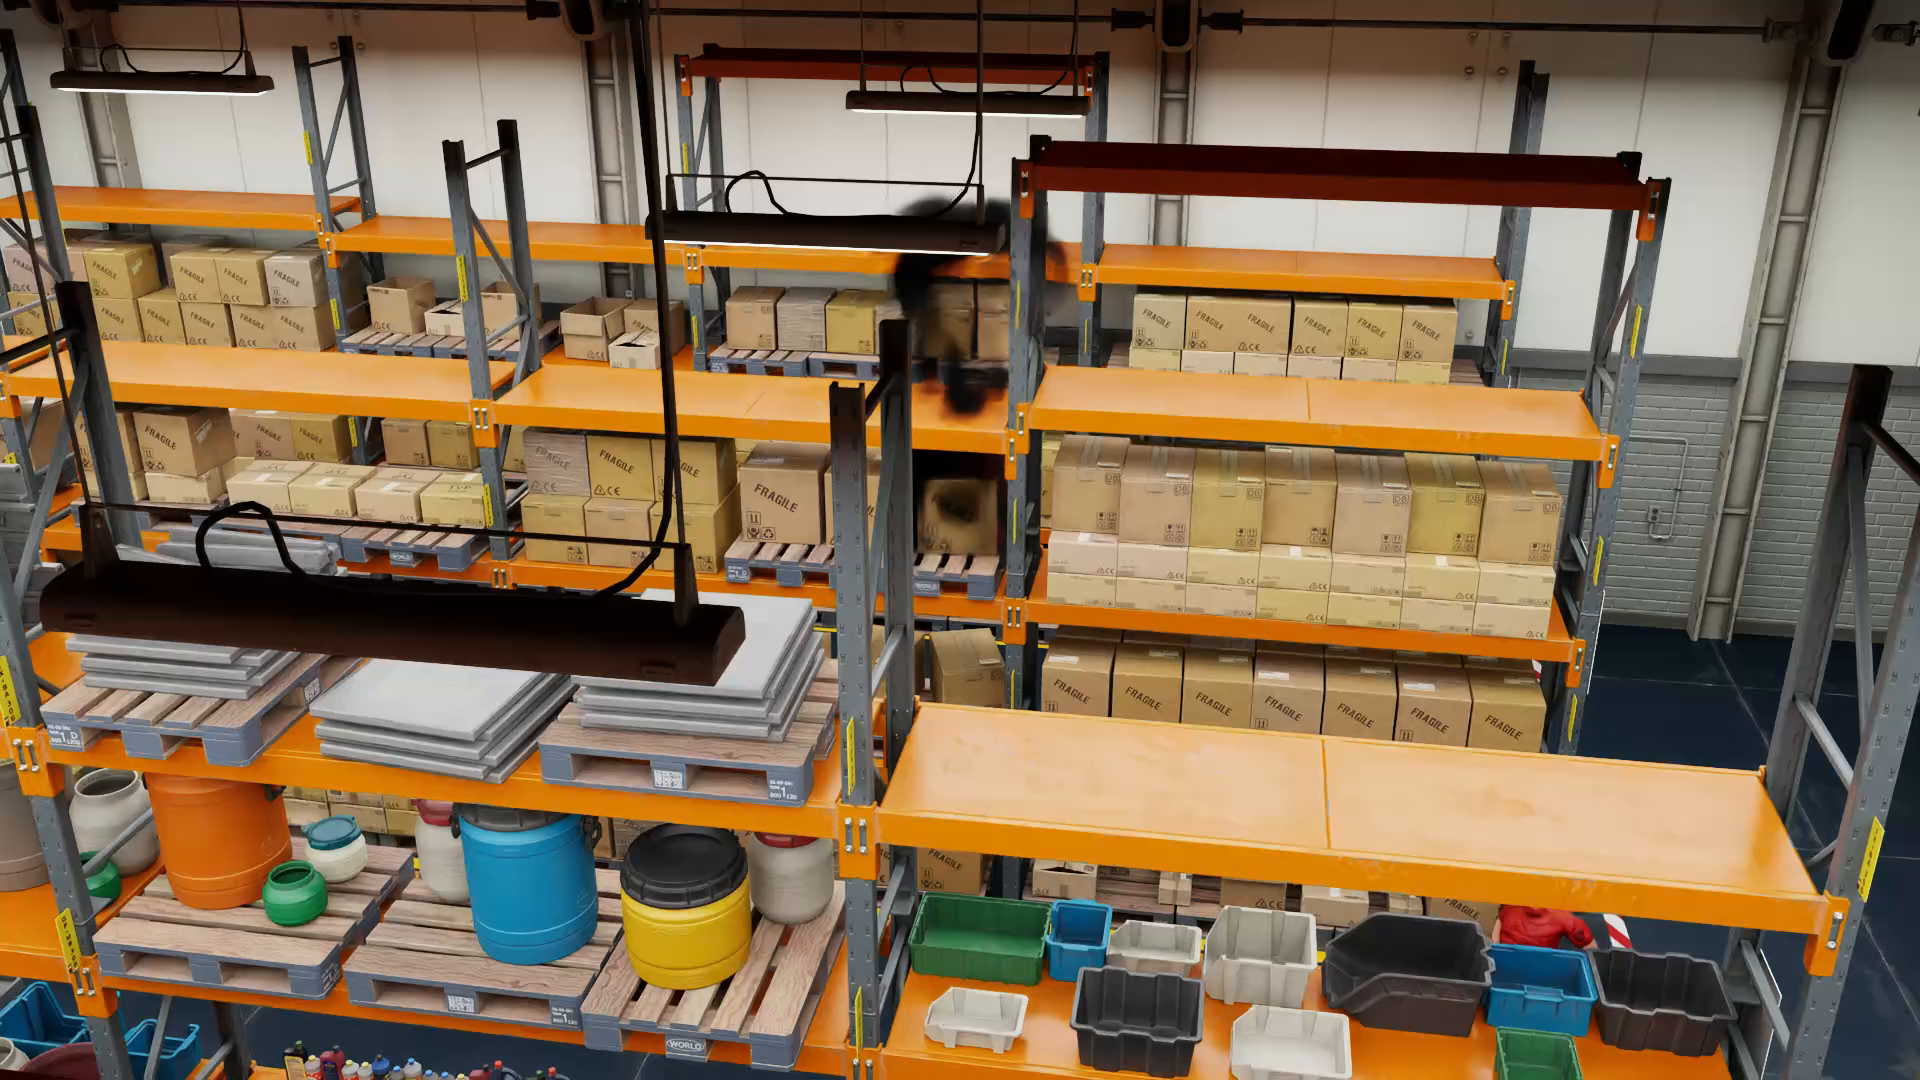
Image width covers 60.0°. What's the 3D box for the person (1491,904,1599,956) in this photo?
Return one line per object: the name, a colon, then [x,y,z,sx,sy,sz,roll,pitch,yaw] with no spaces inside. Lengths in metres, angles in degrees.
person: [3.794,2.952,11.162,0.890,1.666,0.695,-10,25,-22]
